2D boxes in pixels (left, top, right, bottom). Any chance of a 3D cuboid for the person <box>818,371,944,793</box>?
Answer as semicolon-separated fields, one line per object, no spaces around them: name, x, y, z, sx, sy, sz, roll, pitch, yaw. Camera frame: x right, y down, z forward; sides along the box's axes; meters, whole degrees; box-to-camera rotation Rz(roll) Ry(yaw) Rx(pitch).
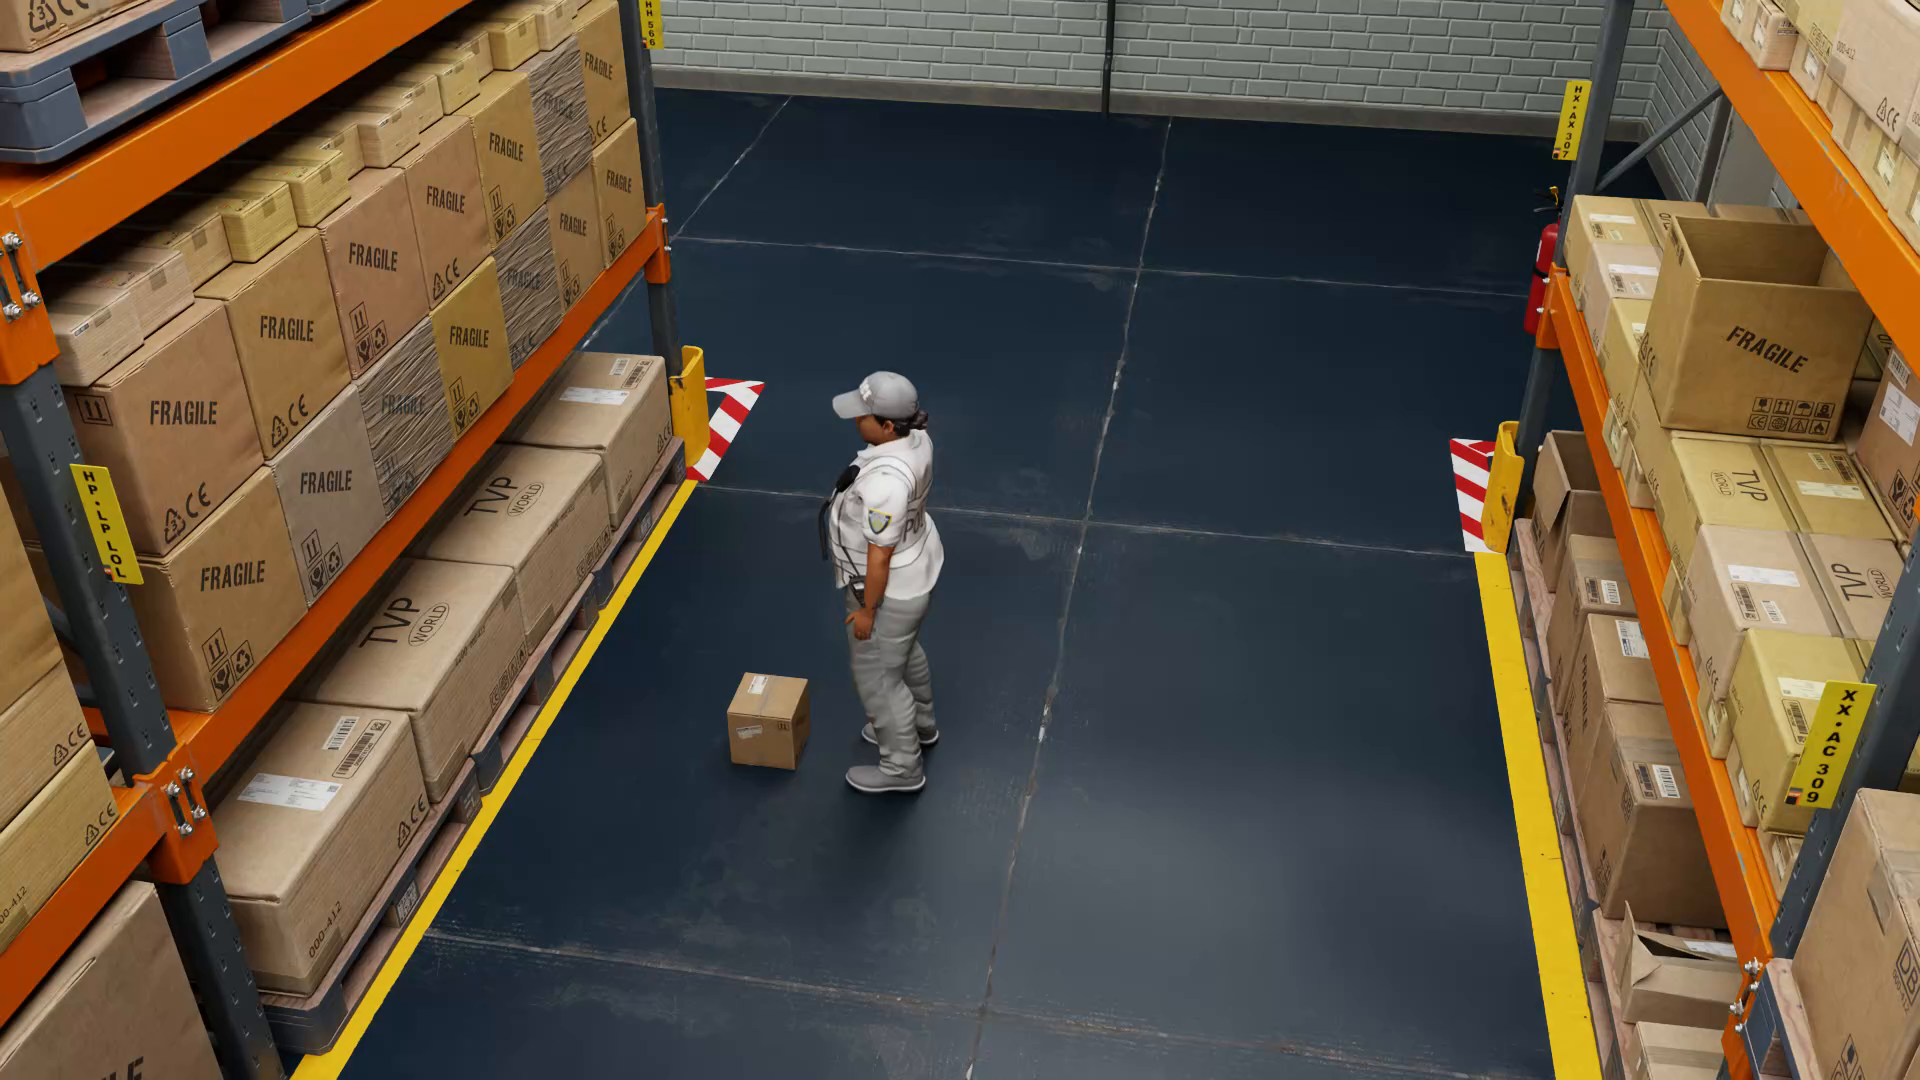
person;-0.265;0.155;5.901;0.391;1.662;0.469;6;33;9
